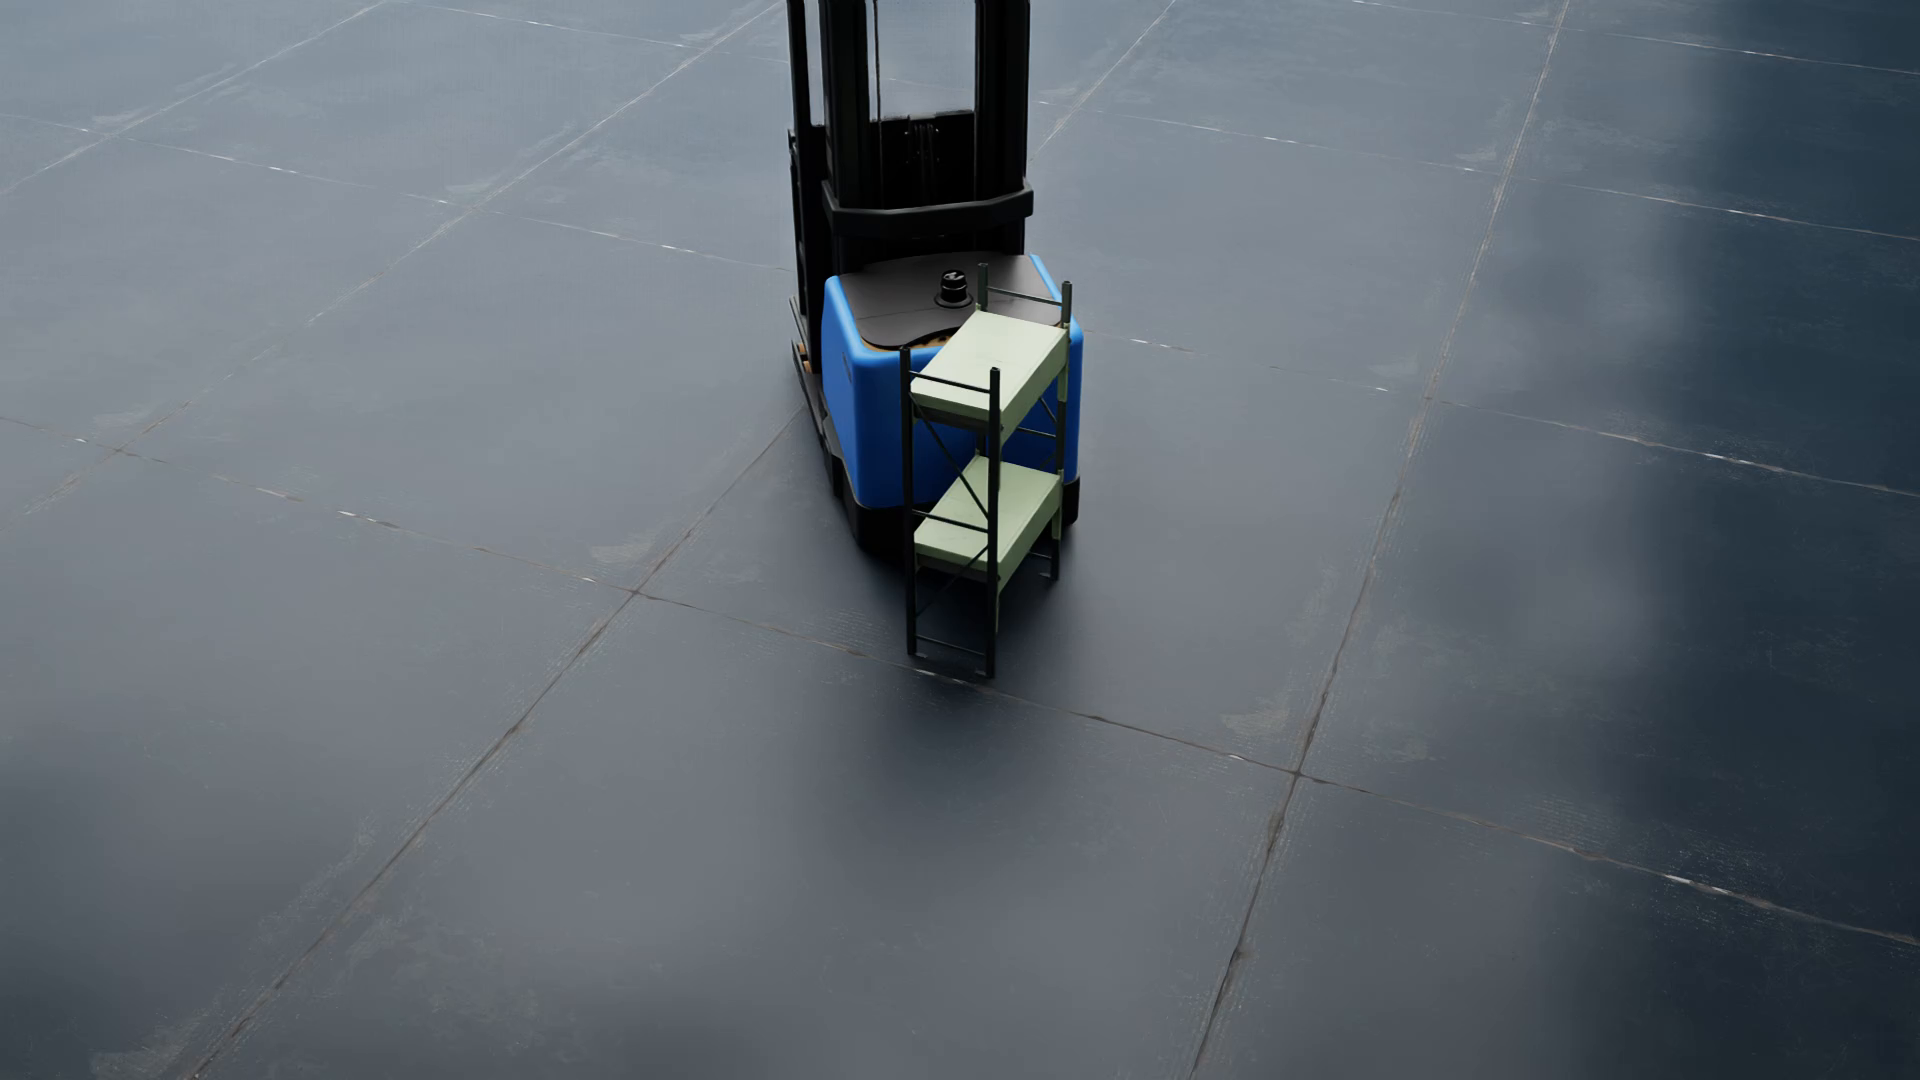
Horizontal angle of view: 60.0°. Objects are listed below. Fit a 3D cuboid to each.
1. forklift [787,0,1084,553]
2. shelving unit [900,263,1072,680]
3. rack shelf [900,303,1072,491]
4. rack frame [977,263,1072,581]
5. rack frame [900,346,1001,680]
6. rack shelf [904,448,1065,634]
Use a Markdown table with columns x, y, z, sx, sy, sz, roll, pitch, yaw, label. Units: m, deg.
| x | y | z | sx | sy | sz | roll | pitch | yaw | label |
| --- | --- | --- | --- | --- | --- | --- | --- | --- | --- |
| -0.280 | -1.999 | 7.976 | 1.130 | 2.935 | 3.031 | -8 | 38 | -10 | forklift |
| 0.111 | -0.270 | 6.859 | 0.431 | 1.500 | 0.755 | 15 | 39 | 19 | shelving unit |
| 0.111 | -0.583 | 6.625 | 0.431 | 0.370 | 0.720 | 15 | 39 | 19 | rack shelf |
| 0.260 | -0.470 | 7.126 | 0.400 | 1.500 | 0.023 | 15 | 39 | 19 | rack frame |
| -0.038 | -0.070 | 6.591 | 0.400 | 1.500 | 0.023 | 15 | 39 | 19 | rack frame |
| 0.111 | -0.009 | 7.054 | 0.431 | 0.370 | 0.720 | 15 | 39 | 19 | rack shelf |
